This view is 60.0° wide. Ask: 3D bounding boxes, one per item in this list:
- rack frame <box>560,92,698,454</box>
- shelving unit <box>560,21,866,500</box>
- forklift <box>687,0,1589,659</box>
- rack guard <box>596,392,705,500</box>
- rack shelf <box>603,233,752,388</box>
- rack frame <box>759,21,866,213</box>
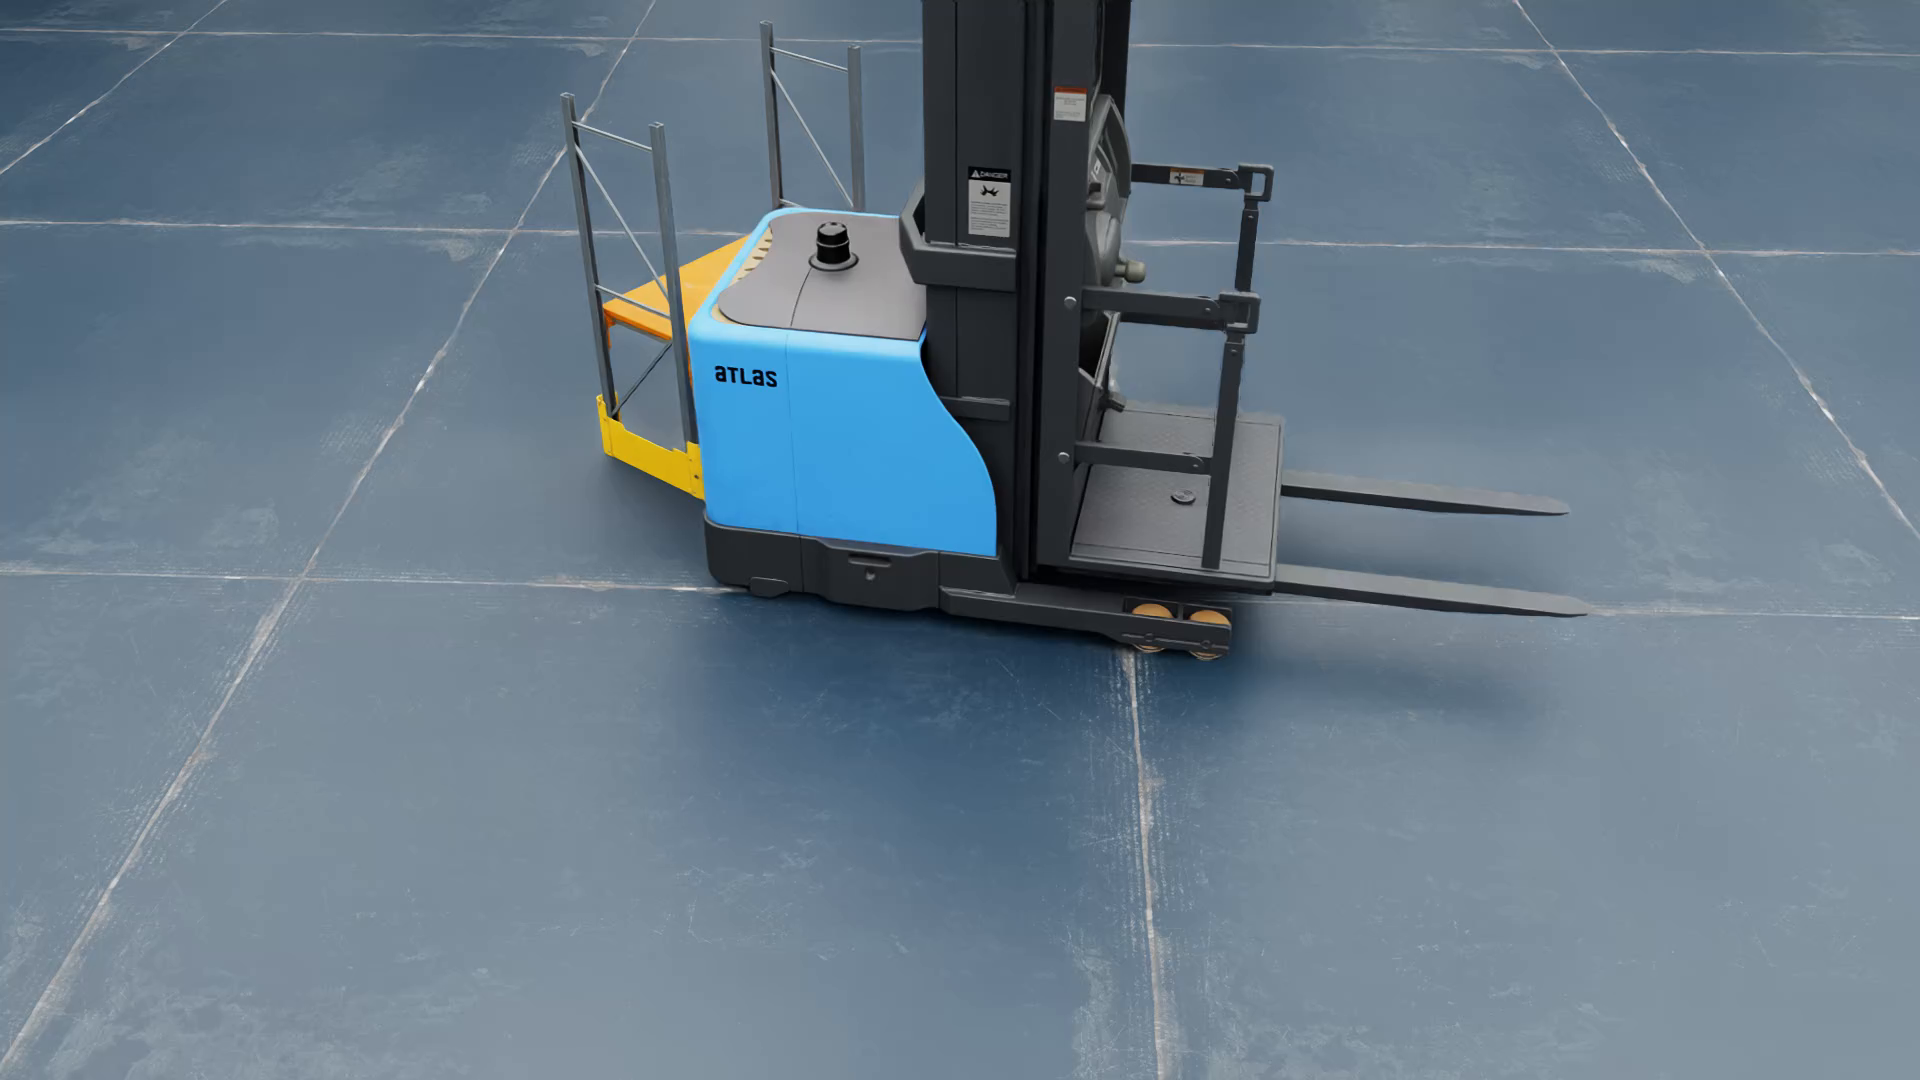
[{"bbox_3d":[-1.212,-0.880,6.197,0.500,1.500,0.032,24,42,30],"label":"rack frame"},{"bbox_3d":[-0.892,-1.113,6.530,0.587,1.500,1.083,24,42,30],"label":"shelving unit"},{"bbox_3d":[0.663,-1.127,5.304,3.031,2.935,1.130,6,36,9],"label":"forklift"},{"bbox_3d":[-1.200,-0.377,6.569,0.587,0.250,0.087,24,42,30],"label":"rack guard"},{"bbox_3d":[-0.898,-0.962,6.628,0.538,0.185,1.000,24,42,30],"label":"rack shelf"},{"bbox_3d":[-0.584,-1.339,6.851,0.500,1.500,0.032,24,42,30],"label":"rack frame"}]
